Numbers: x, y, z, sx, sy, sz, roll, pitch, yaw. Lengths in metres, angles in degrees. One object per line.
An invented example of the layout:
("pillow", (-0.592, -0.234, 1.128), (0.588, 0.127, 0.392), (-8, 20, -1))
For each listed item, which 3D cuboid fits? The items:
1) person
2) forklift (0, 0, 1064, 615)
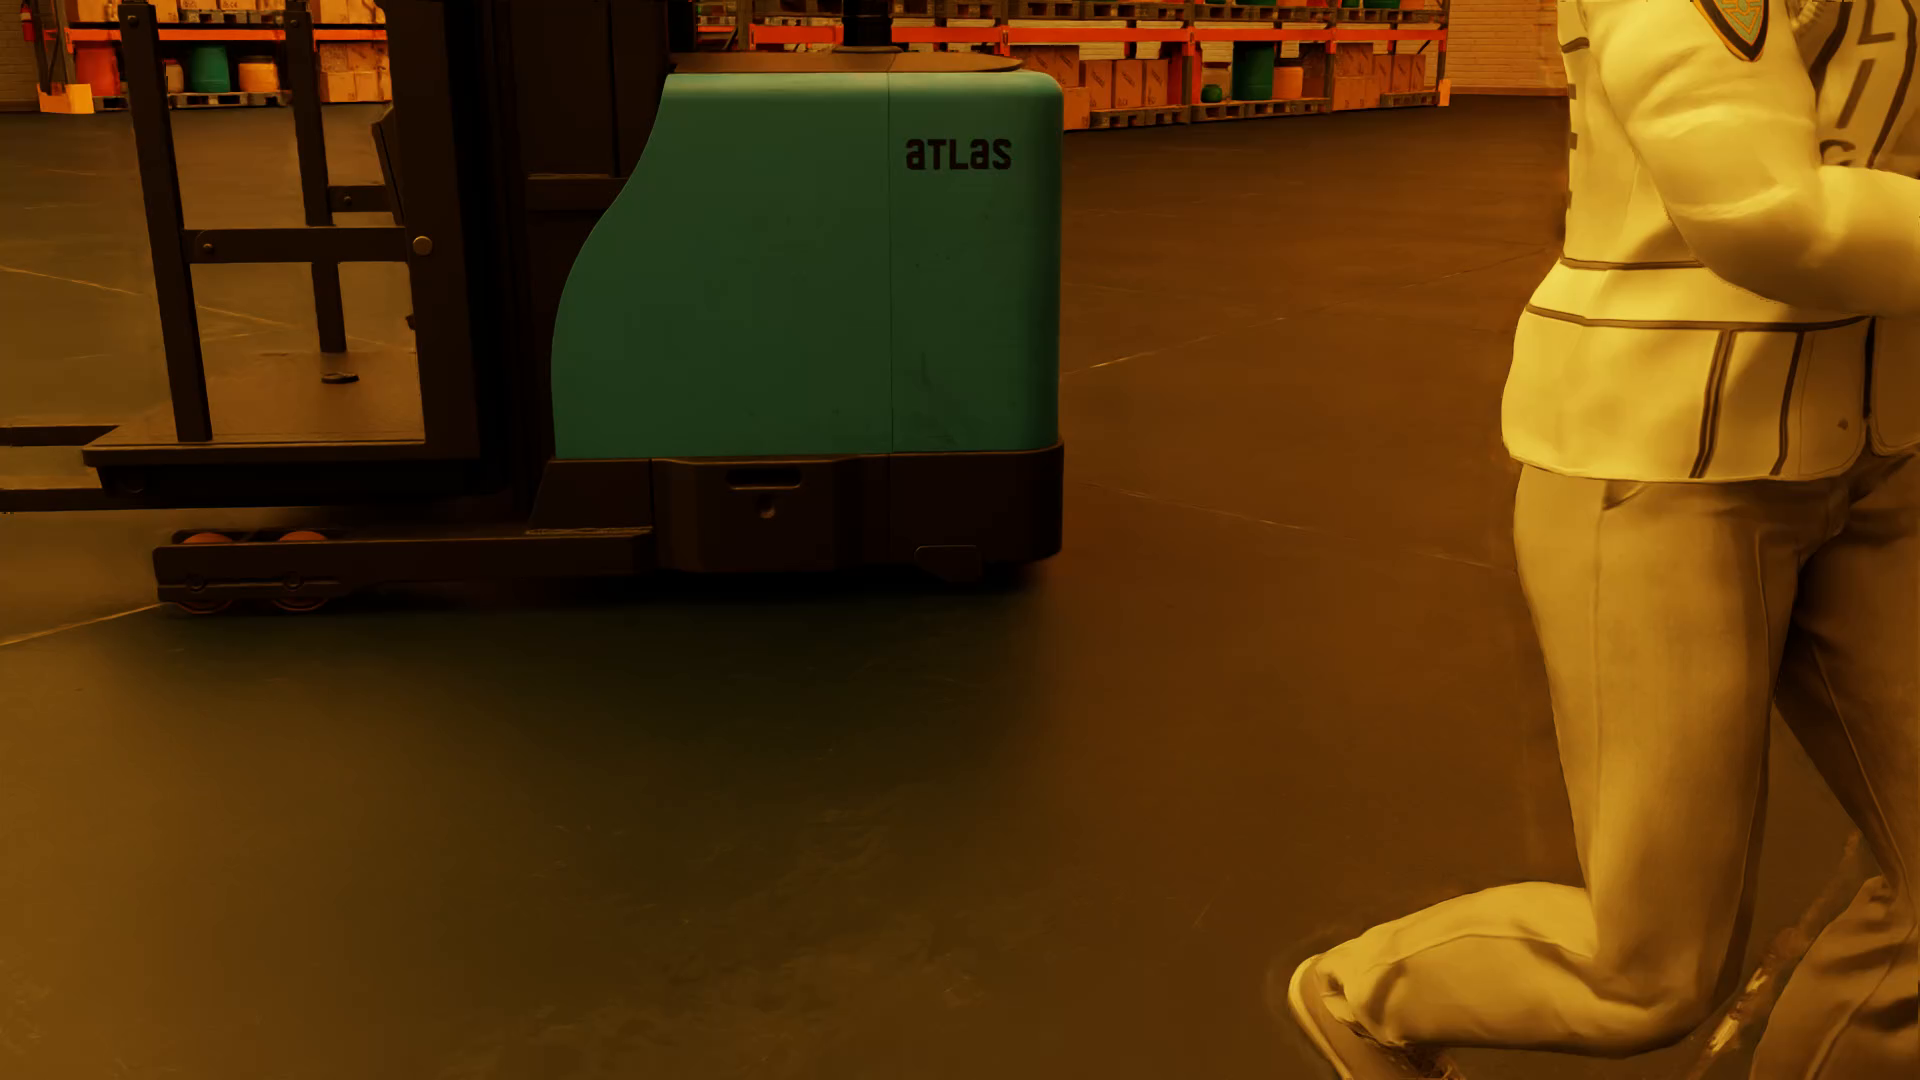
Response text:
("person", (0.665, -0.060, 1.434), (0.559, 1.597, 0.710), (-10, 20, -31))
("forklift", (-1.320, -1.408, 3.534), (3.031, 2.935, 1.130), (-1, 17, -4))
